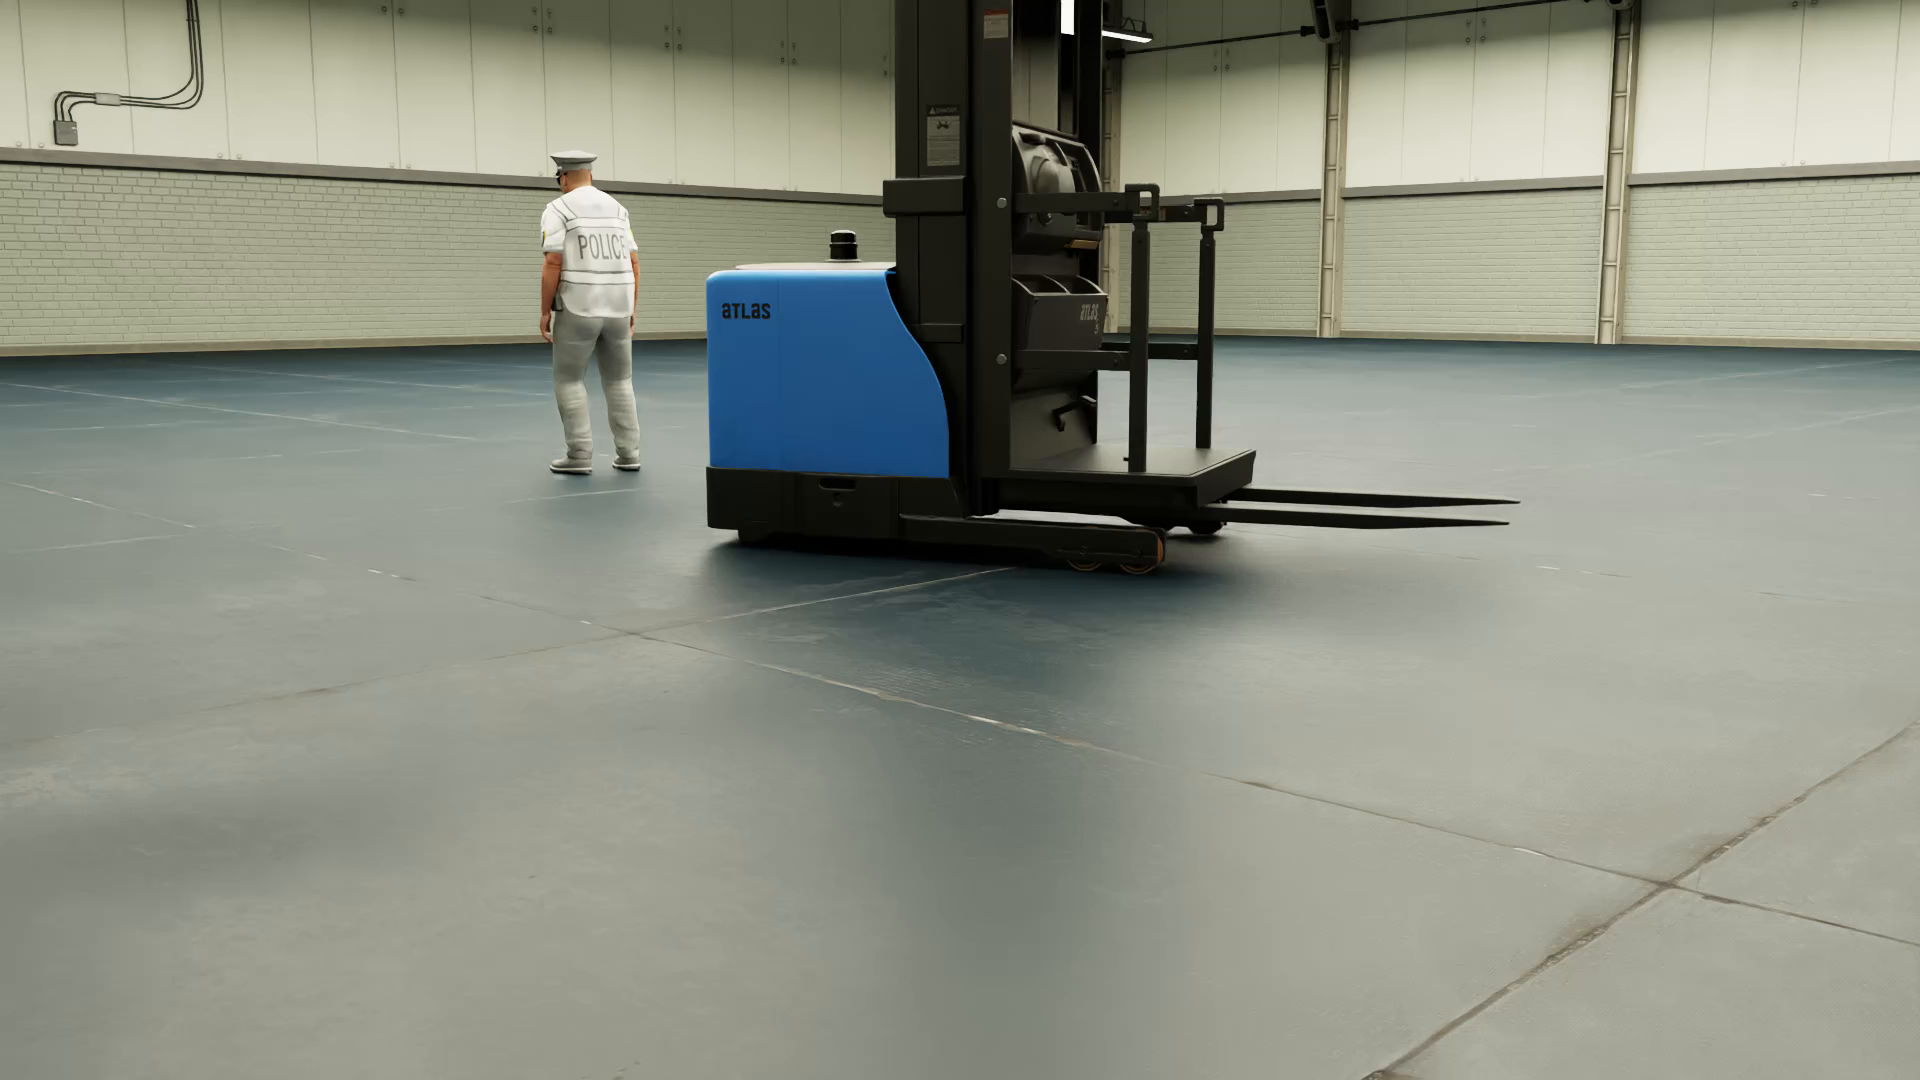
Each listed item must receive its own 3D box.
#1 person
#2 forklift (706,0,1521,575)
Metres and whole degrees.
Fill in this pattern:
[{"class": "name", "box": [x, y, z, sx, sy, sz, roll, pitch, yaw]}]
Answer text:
[{"class": "person", "box": [-2.016, -1.243, 9.104, 0.600, 1.745, 0.443, -7, 11, -40]}, {"class": "forklift", "box": [0.565, -1.416, 6.275, 3.031, 2.935, 1.130, 3, 9, 22]}]
